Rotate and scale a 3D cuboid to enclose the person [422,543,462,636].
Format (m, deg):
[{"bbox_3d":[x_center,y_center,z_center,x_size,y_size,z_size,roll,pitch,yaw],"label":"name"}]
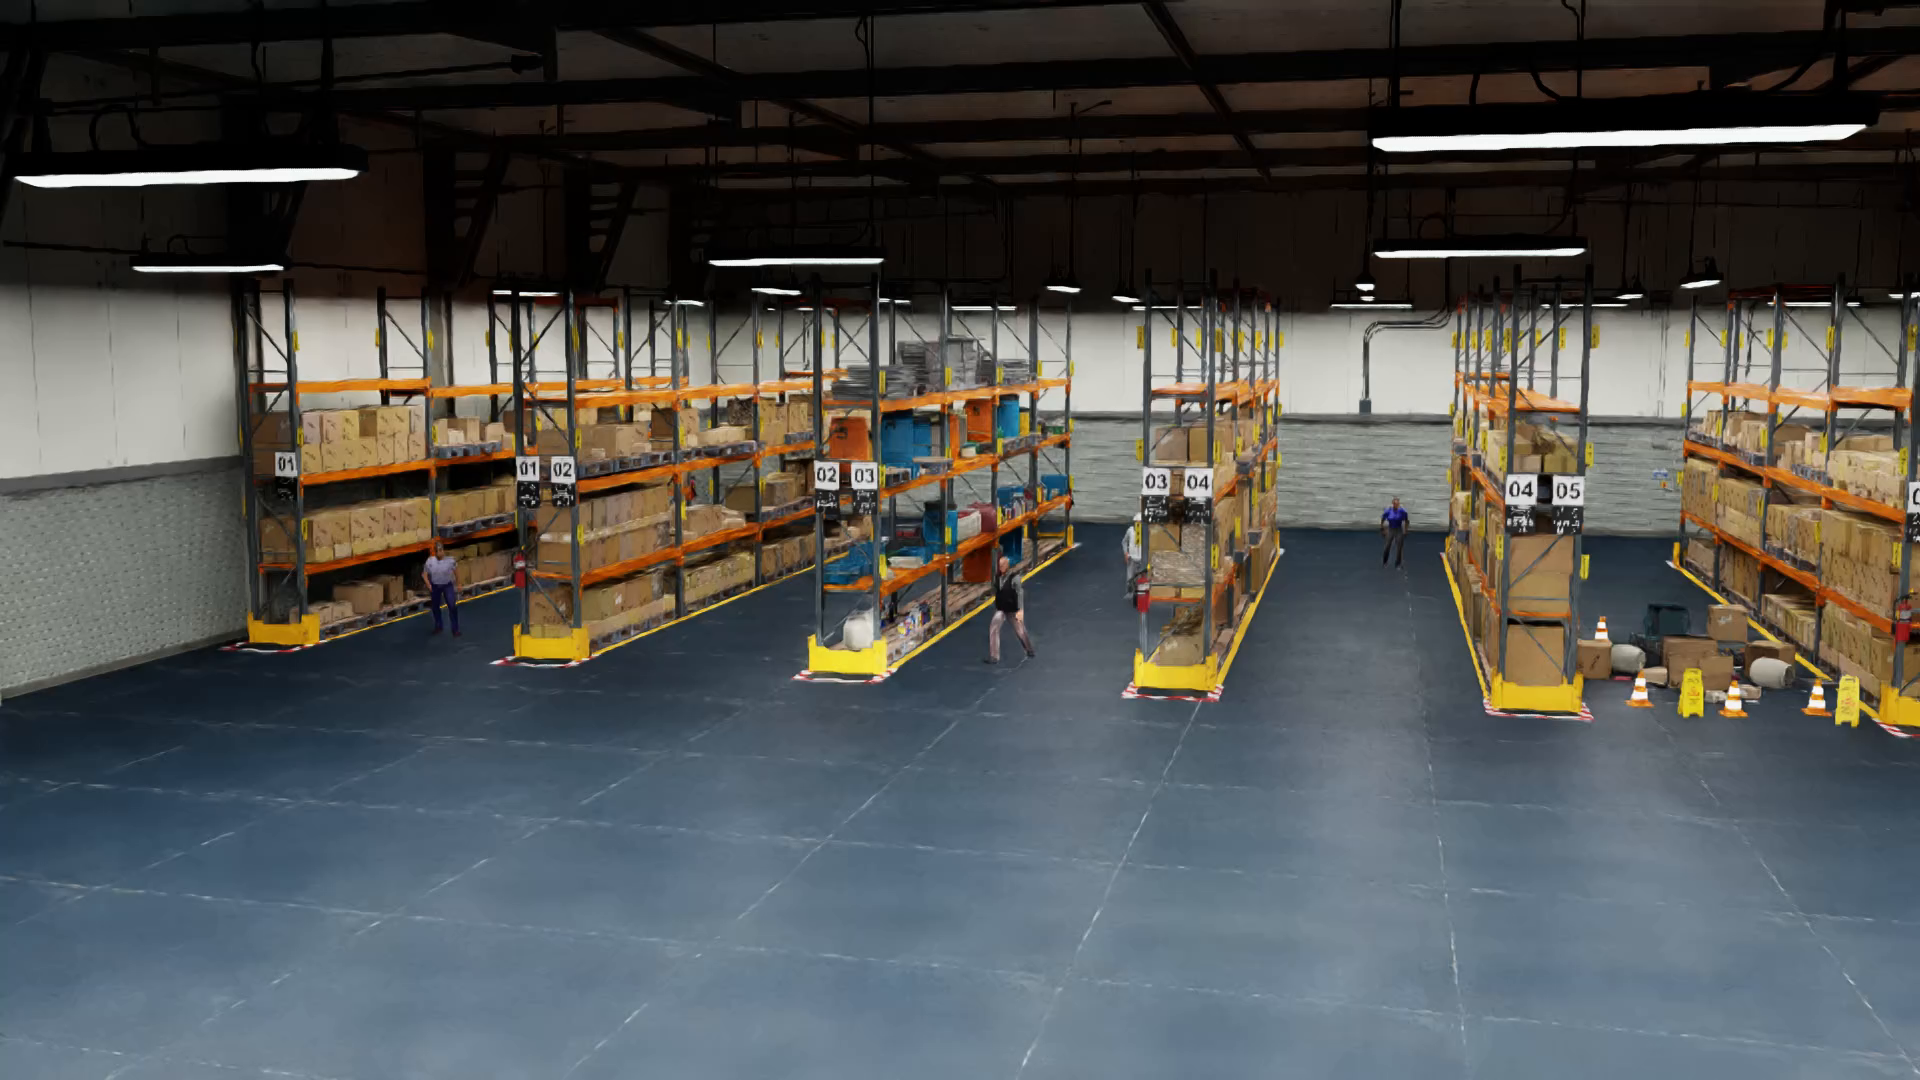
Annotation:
[{"bbox_3d":[-8.791,0.831,28.299,0.646,1.574,0.771,-1,7,-7],"label":"person"}]

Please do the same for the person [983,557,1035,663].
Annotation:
[{"bbox_3d":[0.775,1.080,25.919,0.566,1.669,0.954,5,8,34],"label":"person"}]

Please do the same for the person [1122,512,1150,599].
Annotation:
[{"bbox_3d":[3.454,0.316,32.047,0.677,1.726,0.574,1,7,12],"label":"person"}]

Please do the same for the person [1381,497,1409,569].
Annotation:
[{"bbox_3d":[9.548,-0.157,36.559,0.592,1.590,0.518,1,7,12],"label":"person"}]
